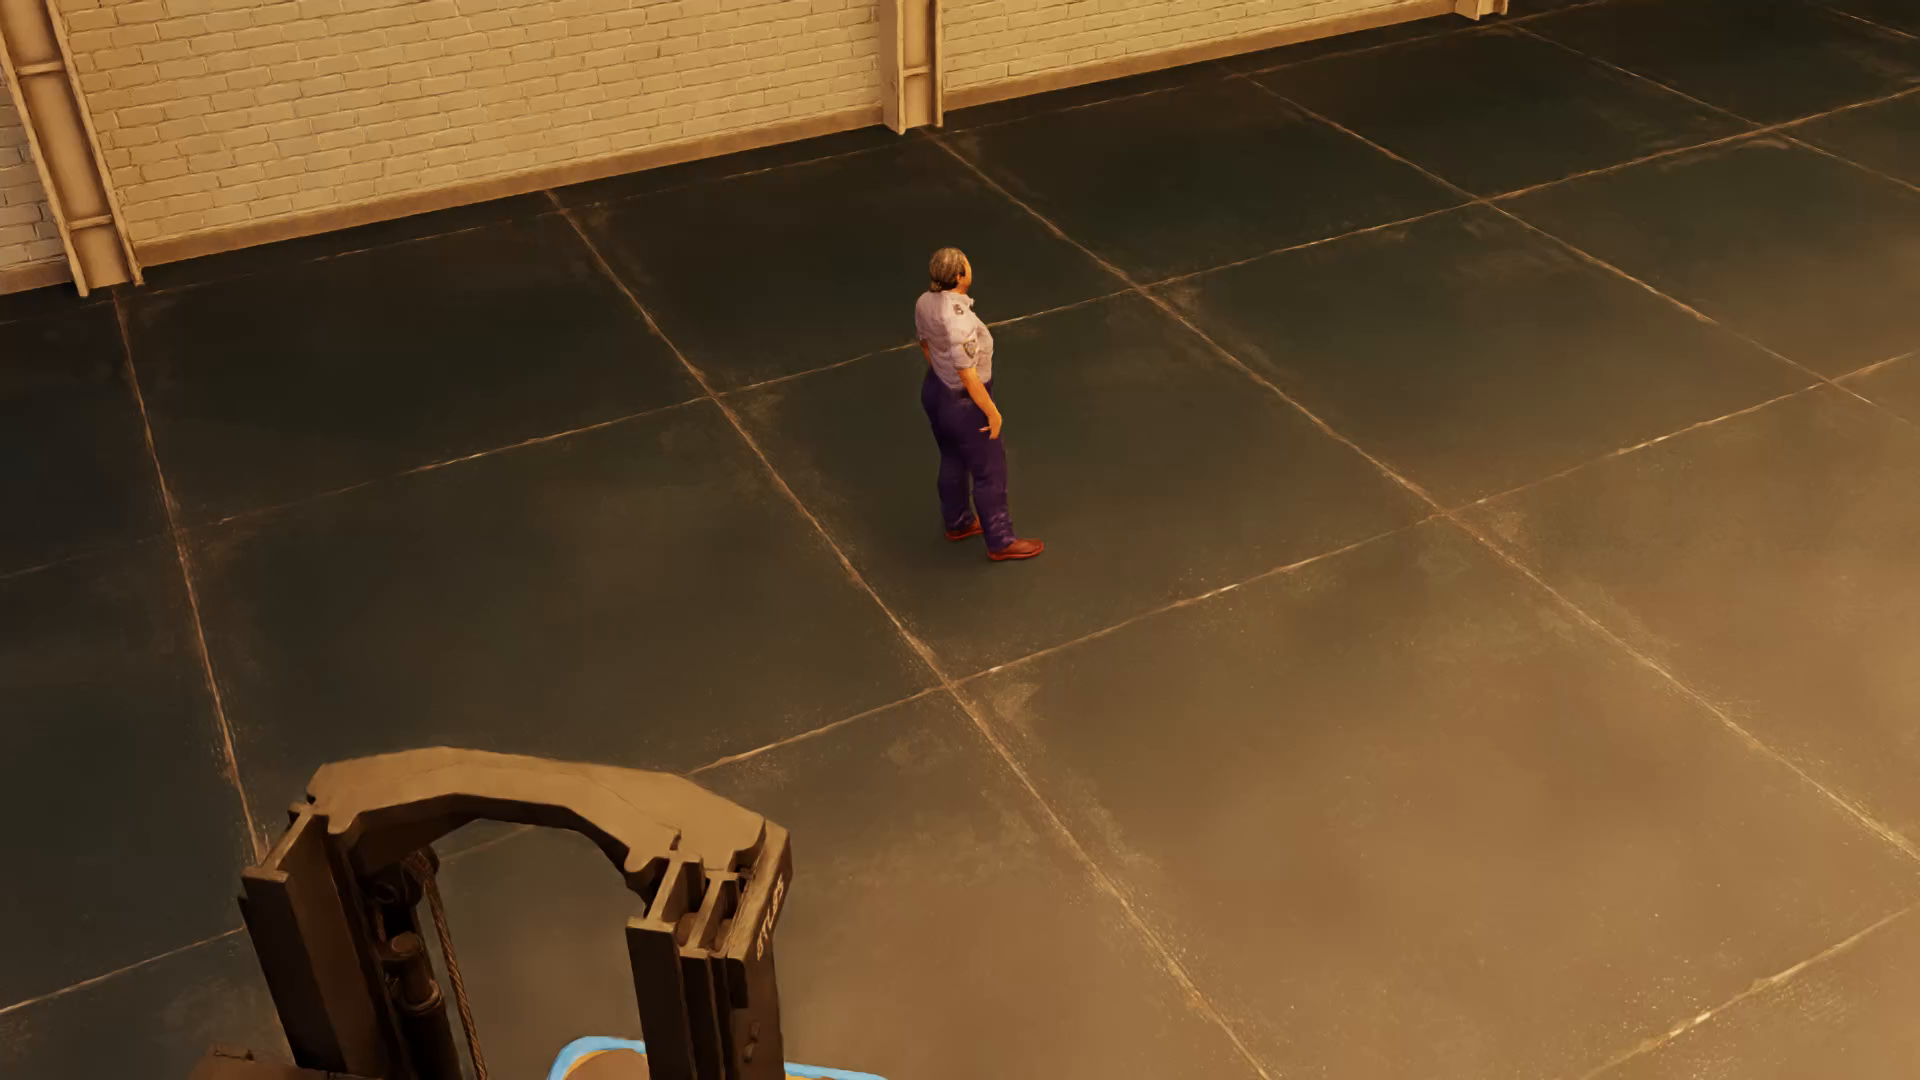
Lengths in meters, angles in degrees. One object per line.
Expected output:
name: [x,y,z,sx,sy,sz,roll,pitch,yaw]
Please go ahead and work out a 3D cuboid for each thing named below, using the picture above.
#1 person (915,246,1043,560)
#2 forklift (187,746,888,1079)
person: [0.090,-0.691,8.201,0.502,1.650,0.599,-17,39,-23]
forklift: [-0.891,1.984,3.316,1.130,2.935,3.031,6,36,8]
